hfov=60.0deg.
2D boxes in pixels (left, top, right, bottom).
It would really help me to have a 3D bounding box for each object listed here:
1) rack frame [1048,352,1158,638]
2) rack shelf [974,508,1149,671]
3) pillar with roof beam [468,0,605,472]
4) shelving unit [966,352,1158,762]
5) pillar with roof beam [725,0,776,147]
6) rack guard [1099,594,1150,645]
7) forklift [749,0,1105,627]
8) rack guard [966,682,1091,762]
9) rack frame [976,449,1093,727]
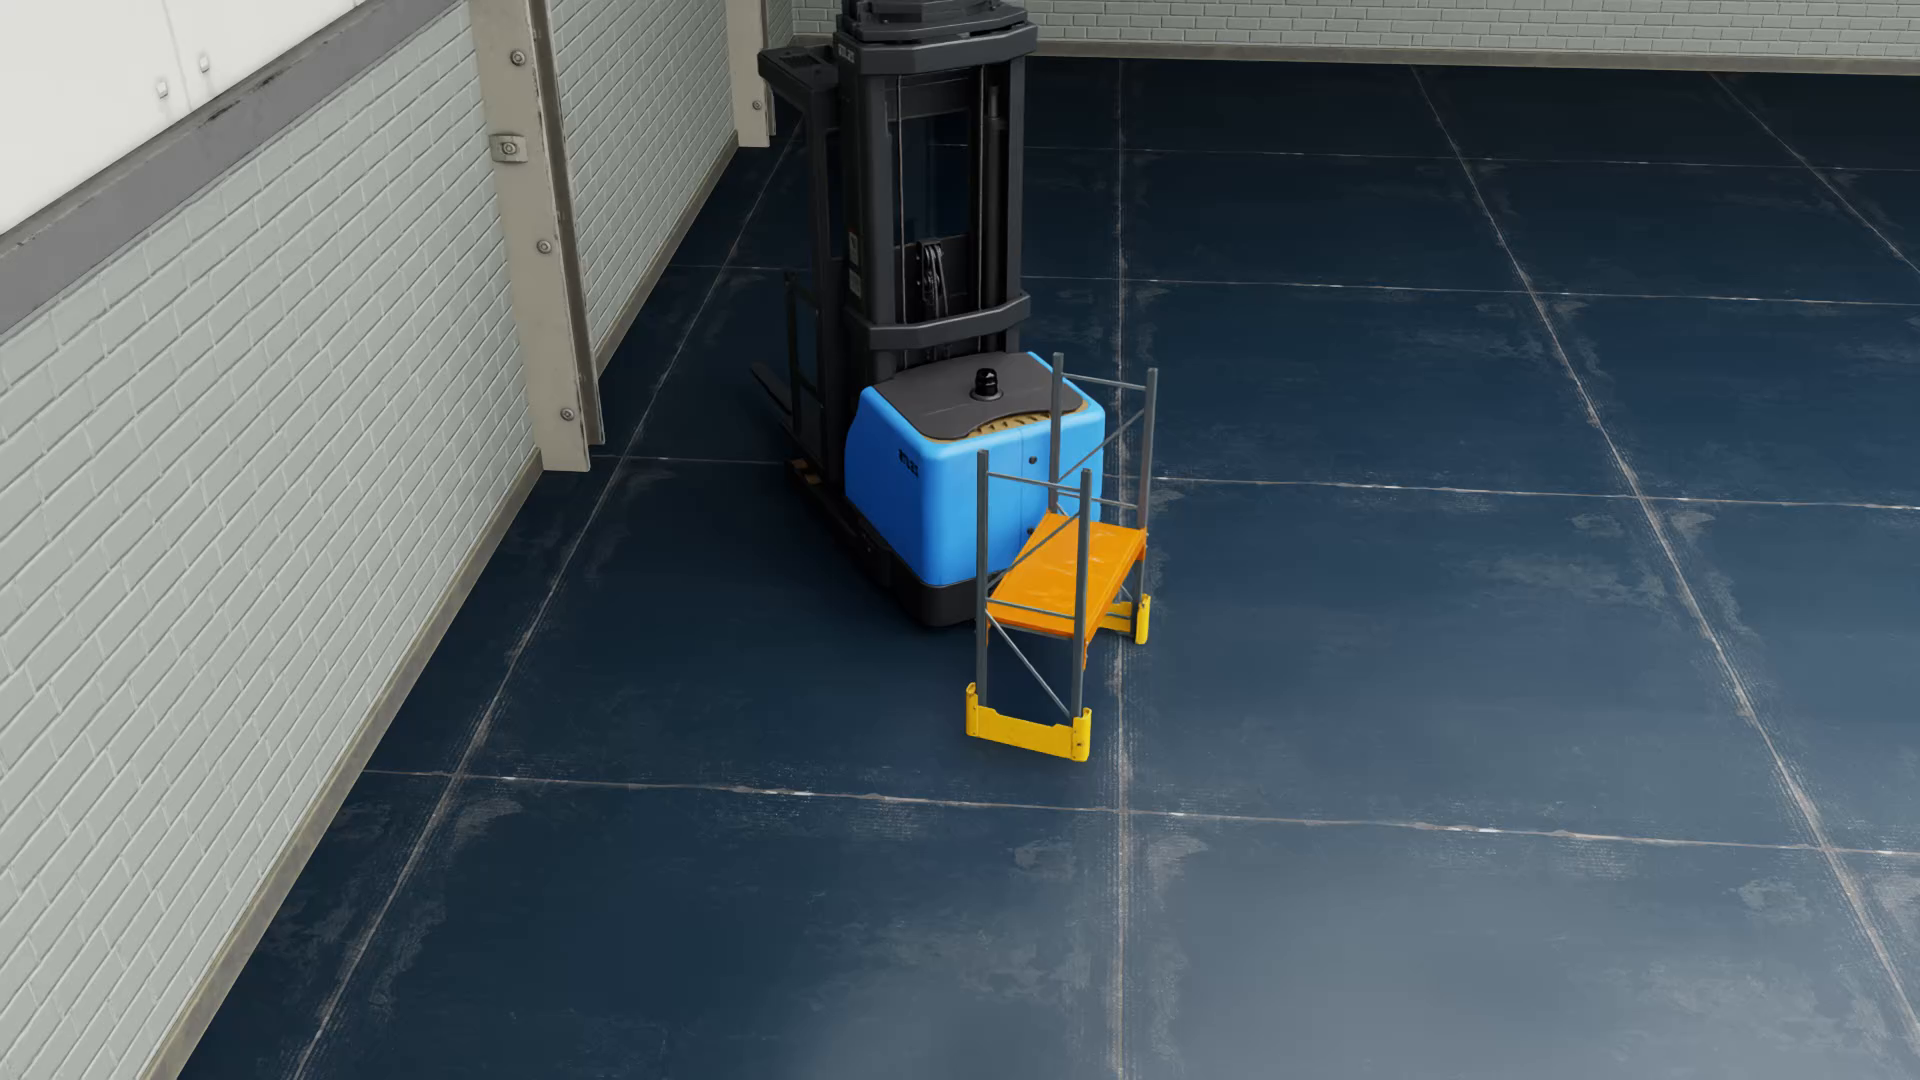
[{"bbox_3d":[0.675,-0.191,8.131,0.500,1.500,0.032,11,33,18],"label":"rack frame"},{"bbox_3d":[0.493,0.211,7.821,0.538,0.185,1.000,11,33,18],"label":"rack shelf"},{"bbox_3d":[1.937,-4.165,7.430,9.100,9.000,0.400,2,32,4],"label":"pillar with roof beam"},{"bbox_3d":[0.489,0.062,7.720,0.587,1.500,1.083,11,33,18],"label":"shelving unit"},{"bbox_3d":[2.426,-7.302,12.521,9.100,9.000,0.400,2,32,4],"label":"pillar with roof beam"},{"bbox_3d":[0.668,0.350,8.443,0.587,0.250,0.087,11,33,18],"label":"rack guard"},{"bbox_3d":[-0.372,-1.561,8.990,1.130,2.935,3.031,-15,35,-23],"label":"forklift"},{"bbox_3d":[0.311,0.838,7.652,0.587,0.250,0.087,11,33,18],"label":"rack guard"},{"bbox_3d":[0.310,0.307,7.323,0.500,1.500,0.032,11,33,18],"label":"rack frame"}]
